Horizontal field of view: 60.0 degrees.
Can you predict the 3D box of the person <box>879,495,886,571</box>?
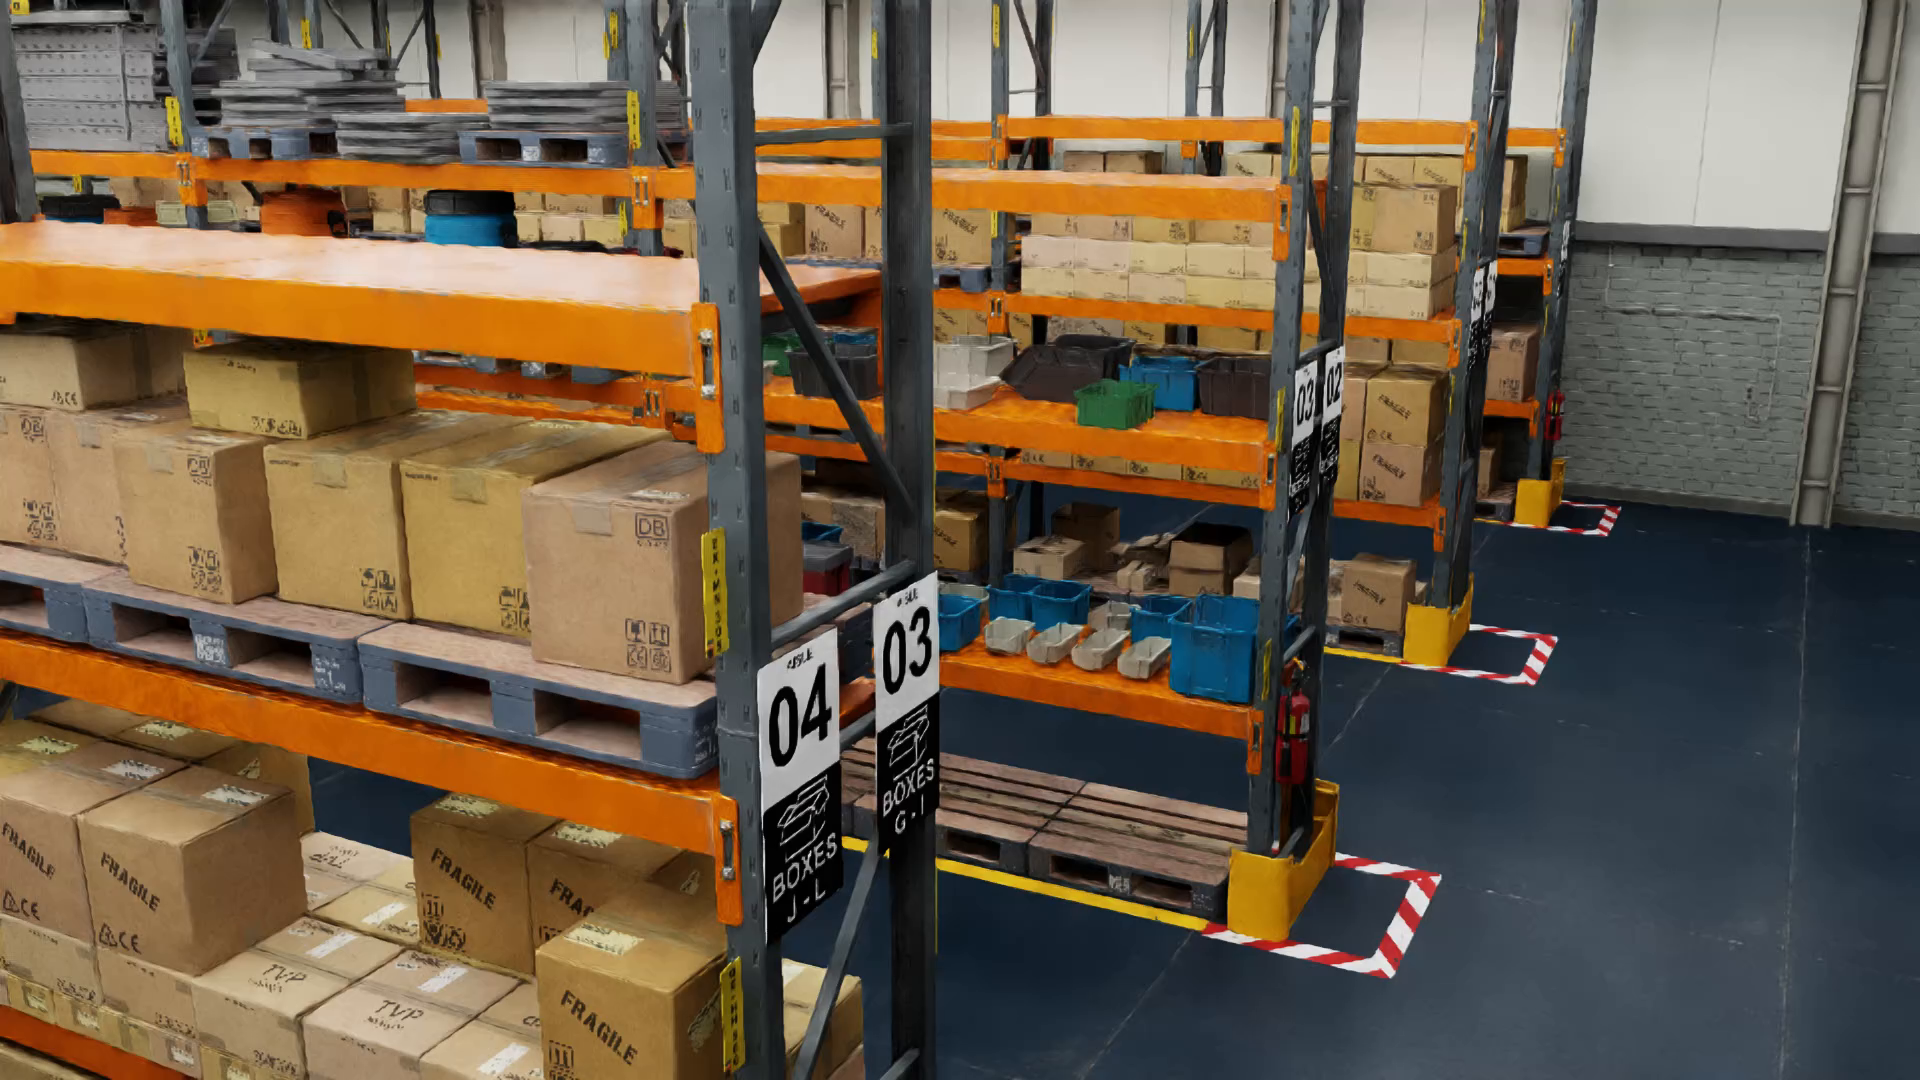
[{"bbox_3d":[-0.554,-0.128,14.425,0.740,1.765,0.750,4,16,15],"label":"person"}]
